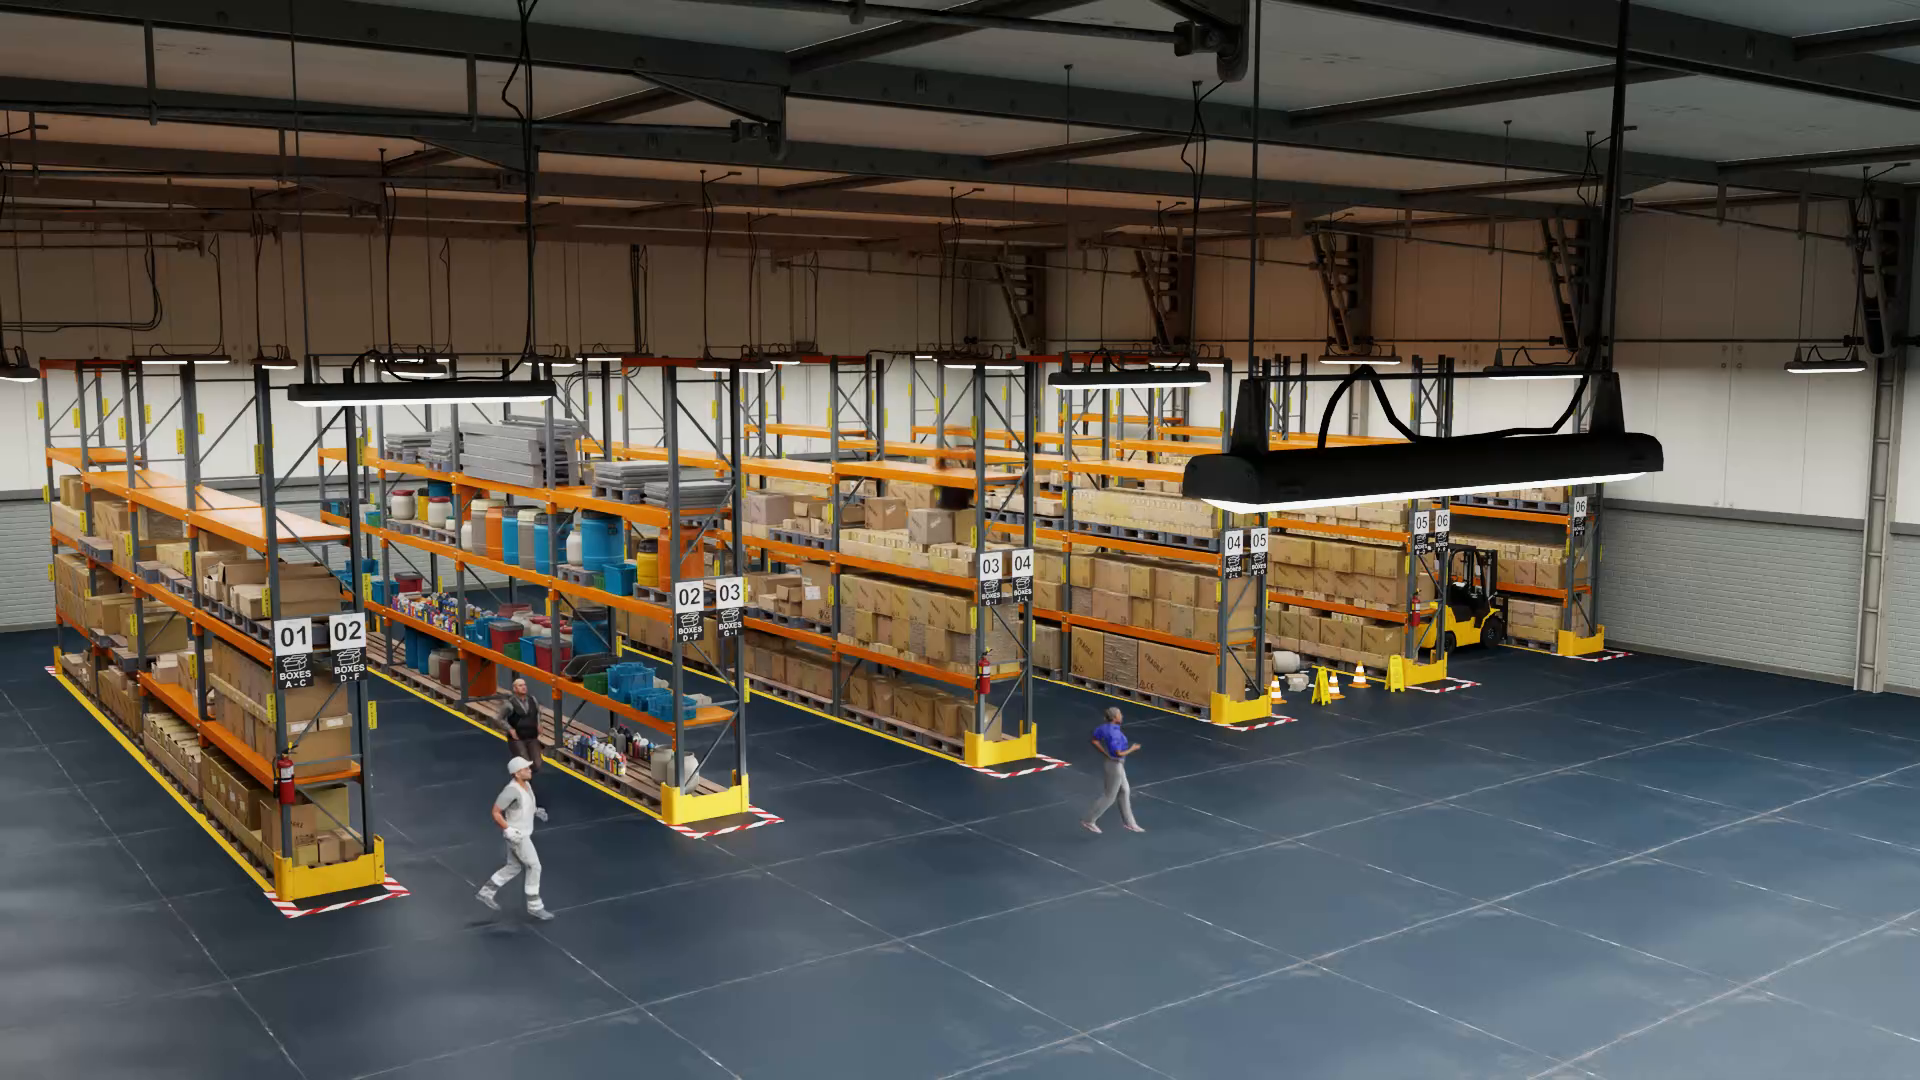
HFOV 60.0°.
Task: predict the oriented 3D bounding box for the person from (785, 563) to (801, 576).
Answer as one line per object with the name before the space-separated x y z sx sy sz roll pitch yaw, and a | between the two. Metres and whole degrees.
person | -4.179 0.428 42.164 0.570 1.706 0.735 6 9 40

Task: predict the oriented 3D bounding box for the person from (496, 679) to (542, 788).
person | -6.069 2.745 23.009 0.659 1.671 0.614 -6 9 -40

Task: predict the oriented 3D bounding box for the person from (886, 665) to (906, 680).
person | -1.083 1.762 30.896 0.638 1.736 0.703 7 10 44

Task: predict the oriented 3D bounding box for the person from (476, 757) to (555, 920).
person | -4.891 3.260 18.217 0.860 1.824 0.648 0 7 -4

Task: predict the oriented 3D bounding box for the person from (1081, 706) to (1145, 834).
person | 1.958 2.946 21.206 0.850 1.679 0.570 -1 7 -5
